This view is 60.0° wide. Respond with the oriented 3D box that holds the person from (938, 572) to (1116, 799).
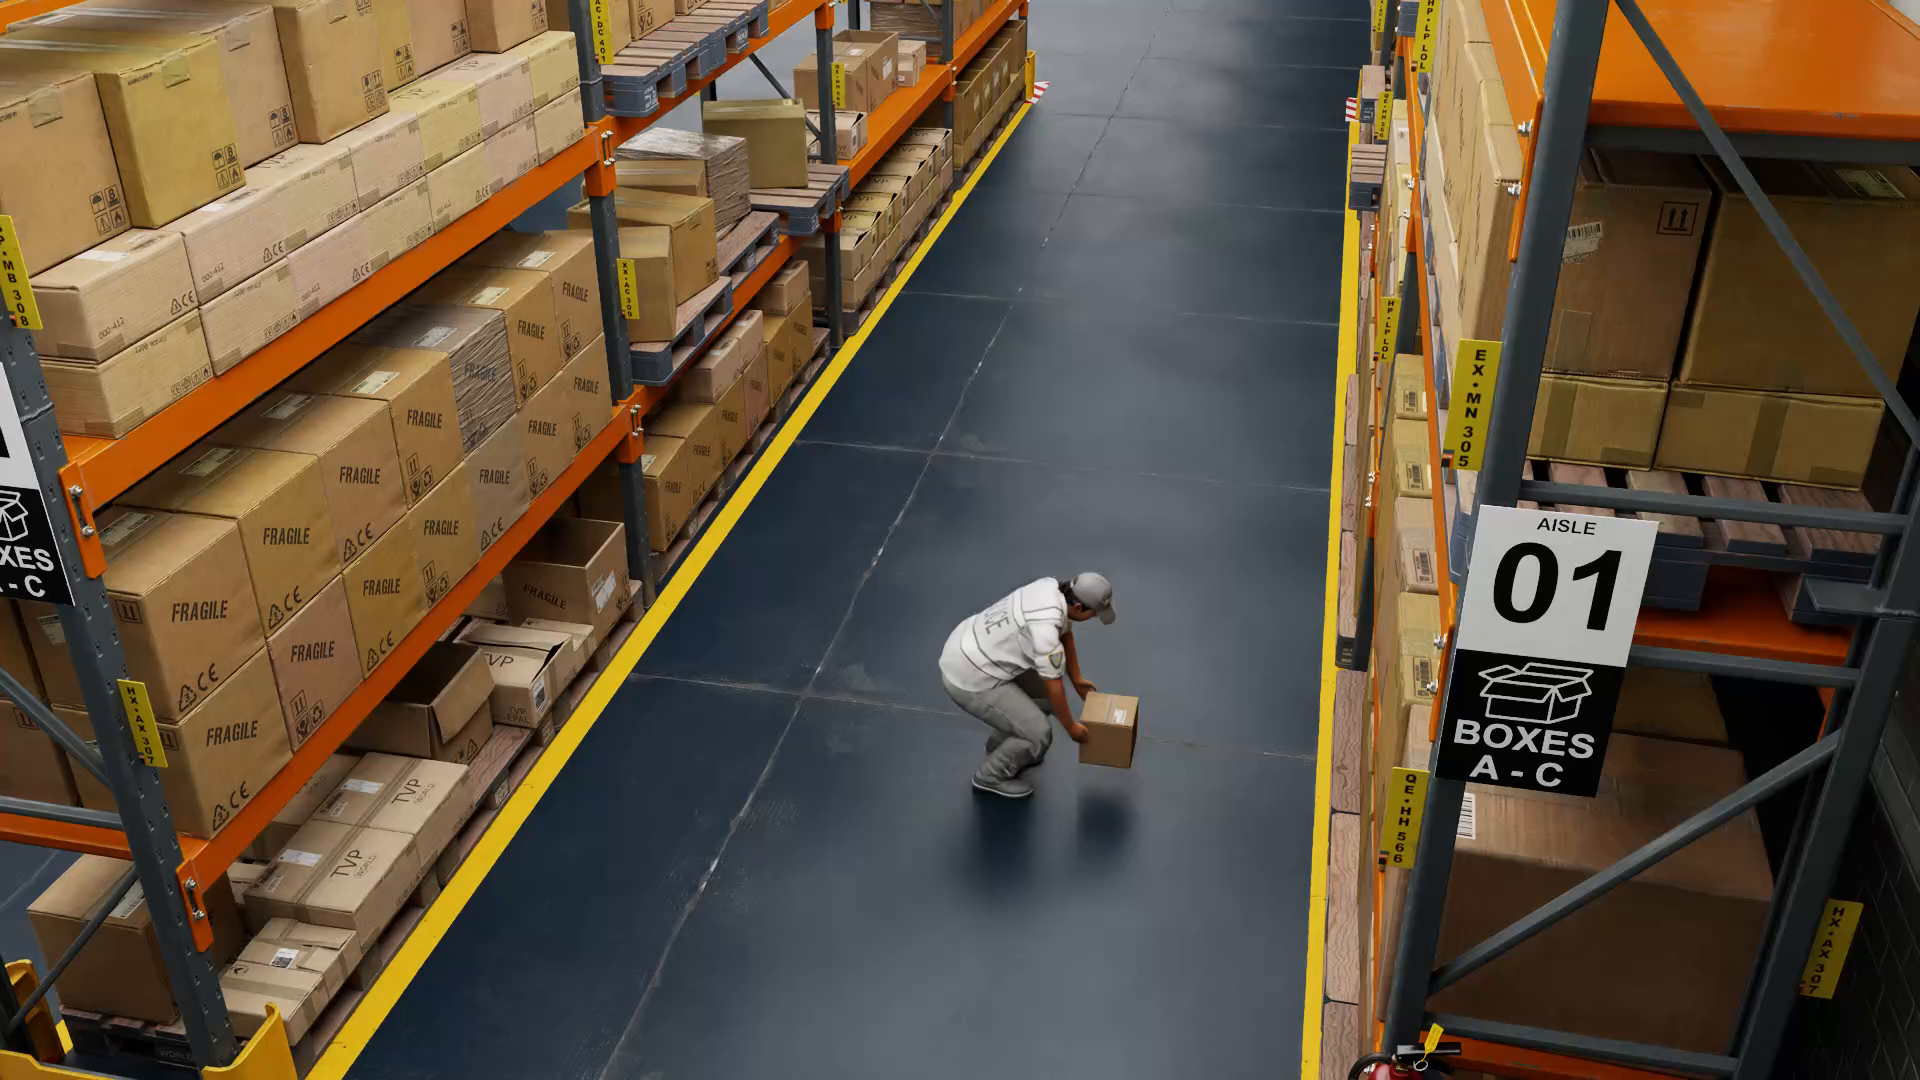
[{"bbox_3d":[0.321,0.645,7.974,0.817,1.158,0.539,6,30,11],"label":"person"}]
